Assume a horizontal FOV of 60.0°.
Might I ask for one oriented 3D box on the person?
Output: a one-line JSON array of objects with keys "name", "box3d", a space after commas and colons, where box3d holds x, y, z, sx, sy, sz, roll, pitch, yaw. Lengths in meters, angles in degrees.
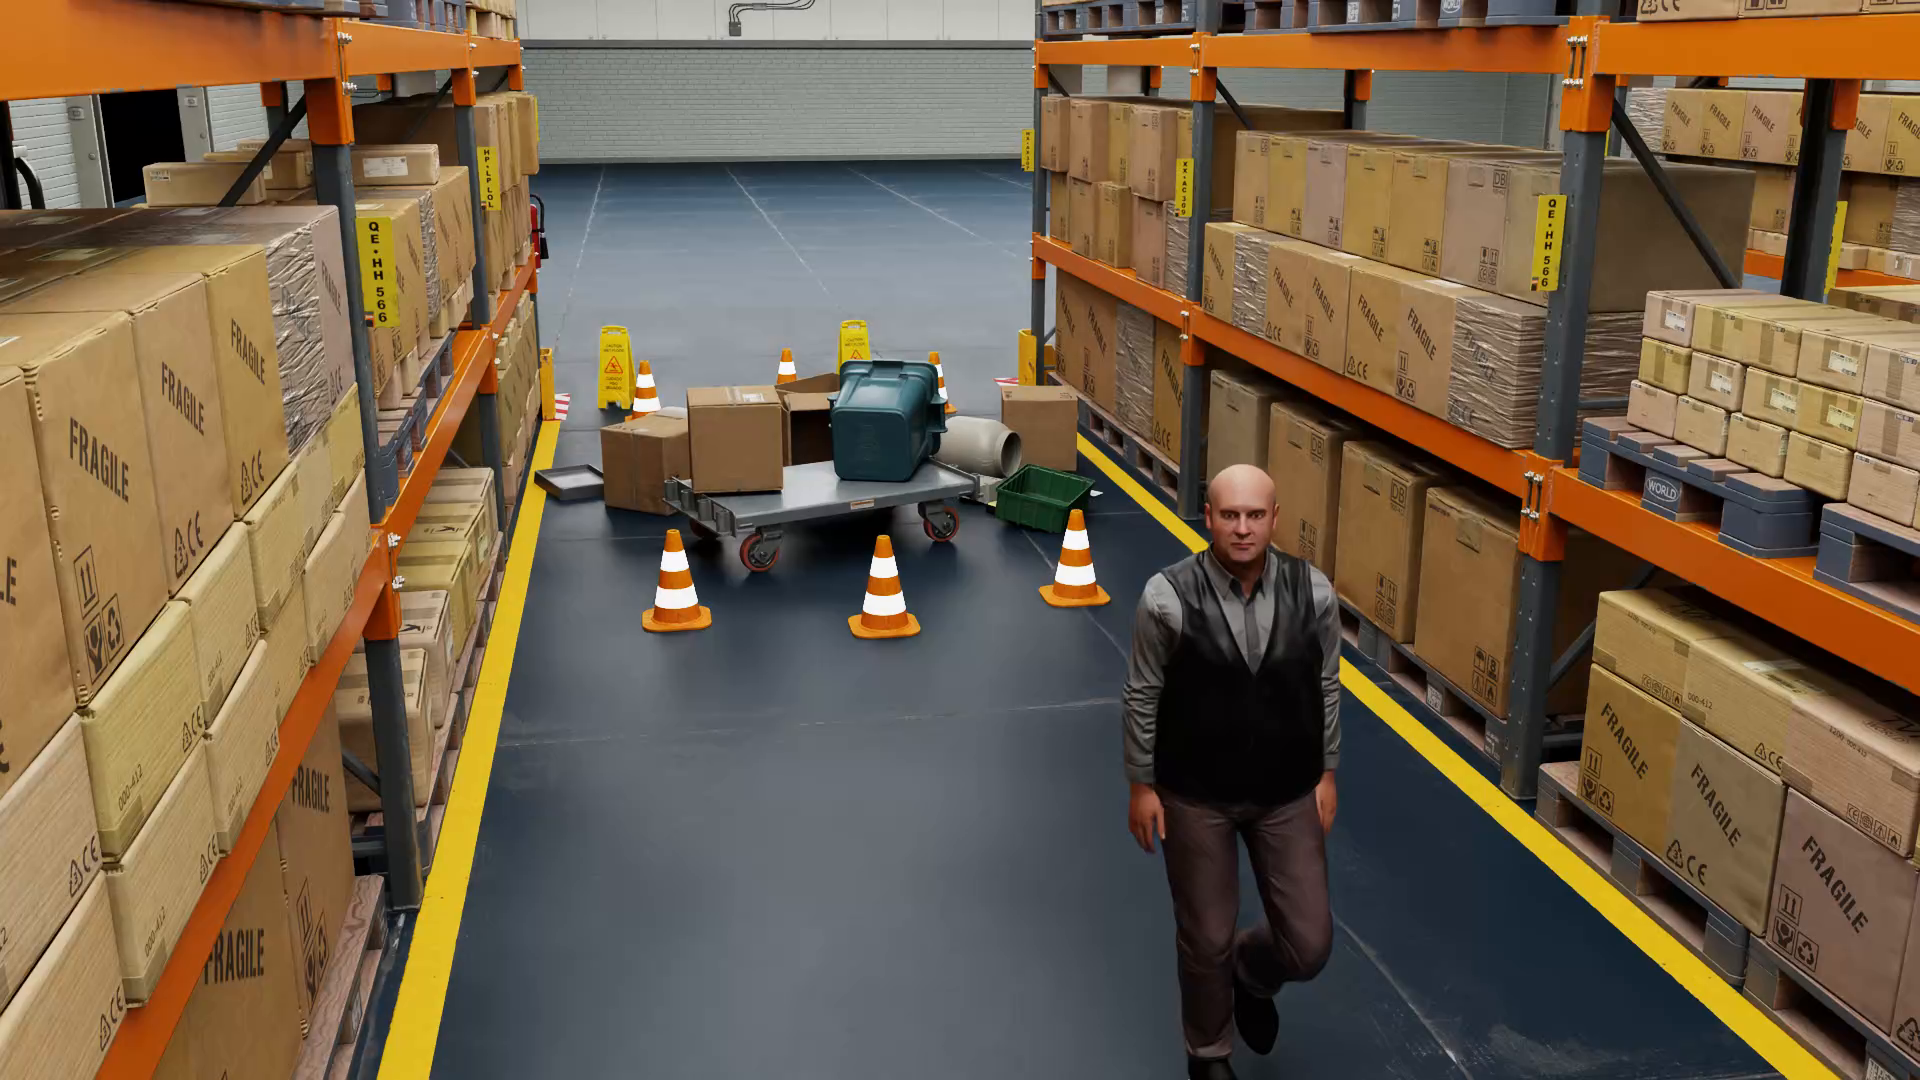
[{"name": "person", "box3d": [0.696, 0.643, 4.273, 0.570, 1.714, 0.492, -1, 16, -2]}]
